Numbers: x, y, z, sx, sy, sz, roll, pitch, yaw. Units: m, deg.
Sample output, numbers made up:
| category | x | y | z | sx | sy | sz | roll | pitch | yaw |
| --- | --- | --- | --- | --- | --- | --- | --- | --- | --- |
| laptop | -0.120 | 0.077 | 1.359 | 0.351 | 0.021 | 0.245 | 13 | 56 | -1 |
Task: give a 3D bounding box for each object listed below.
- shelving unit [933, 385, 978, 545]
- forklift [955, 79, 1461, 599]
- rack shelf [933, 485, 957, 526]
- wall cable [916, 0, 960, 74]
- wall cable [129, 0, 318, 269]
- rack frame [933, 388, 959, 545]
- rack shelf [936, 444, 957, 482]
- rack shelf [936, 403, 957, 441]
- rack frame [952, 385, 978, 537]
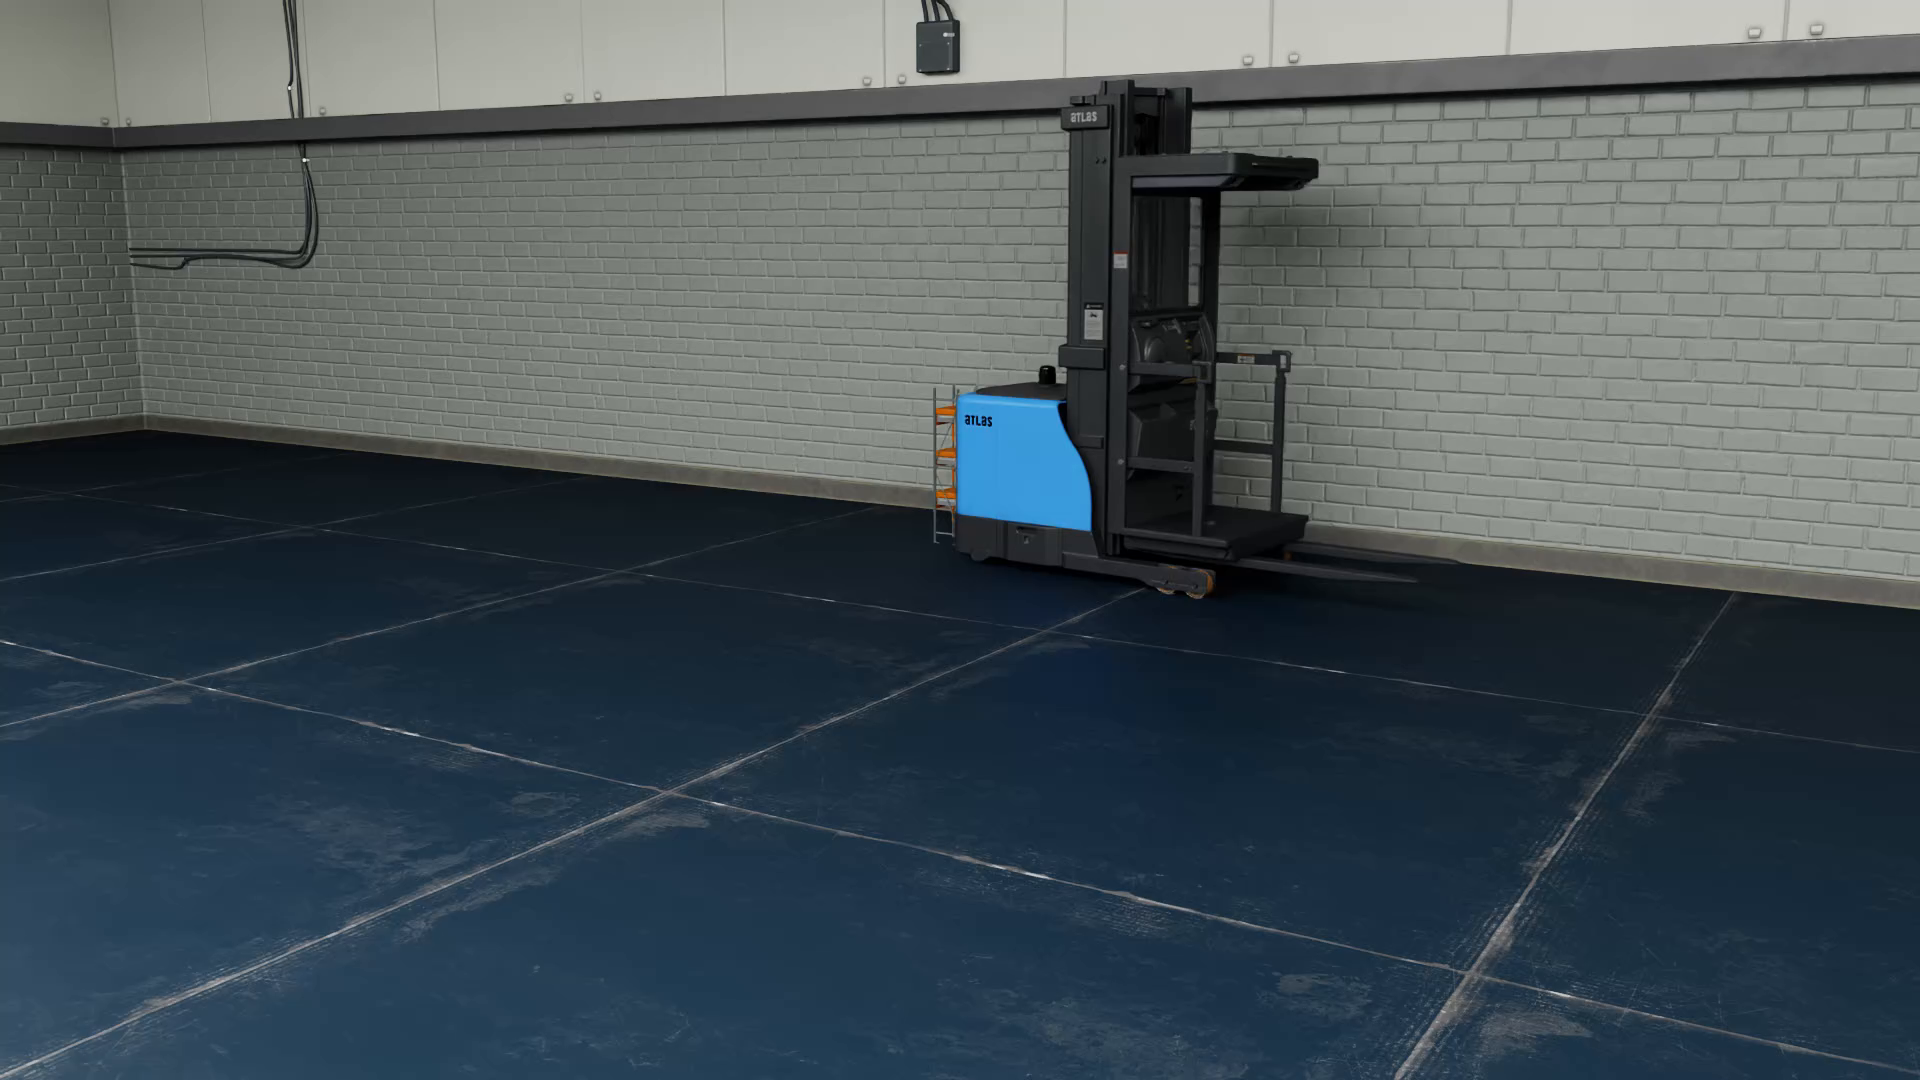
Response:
| category | x | y | z | sx | sy | sz | roll | pitch | yaw |
| --- | --- | --- | --- | --- | --- | --- | --- | --- | --- |
| shelving unit | -0.028 | -0.508 | 11.227 | 0.215 | 1.050 | 0.252 | 6 | 12 | 31 |
| forklift | 1.449 | -1.213 | 9.883 | 3.031 | 2.935 | 1.130 | 8 | 13 | 36 |
| rack shelf | -0.028 | -0.224 | 11.280 | 0.215 | 0.259 | 0.240 | 6 | 12 | 31 |
| wall cable | 0.688 | -6.218 | 10.886 | 2.305 | 6.003 | 0.169 | 6 | 12 | 31 |
| wall cable | -7.417 | -3.930 | 16.343 | 3.097 | 2.526 | 0.112 | 6 | 12 | 31 |
| rack frame | -0.091 | -0.488 | 11.125 | 0.200 | 1.050 | 0.008 | 6 | 12 | 31 |
| rack shelf | -0.028 | -0.497 | 11.229 | 0.215 | 0.259 | 0.240 | 6 | 12 | 31 |
| rack shelf | -0.028 | -0.776 | 11.177 | 0.215 | 0.259 | 0.240 | 6 | 12 | 31 |
| rack frame | 0.036 | -0.527 | 11.330 | 0.200 | 1.050 | 0.008 | 6 | 12 | 31 |
